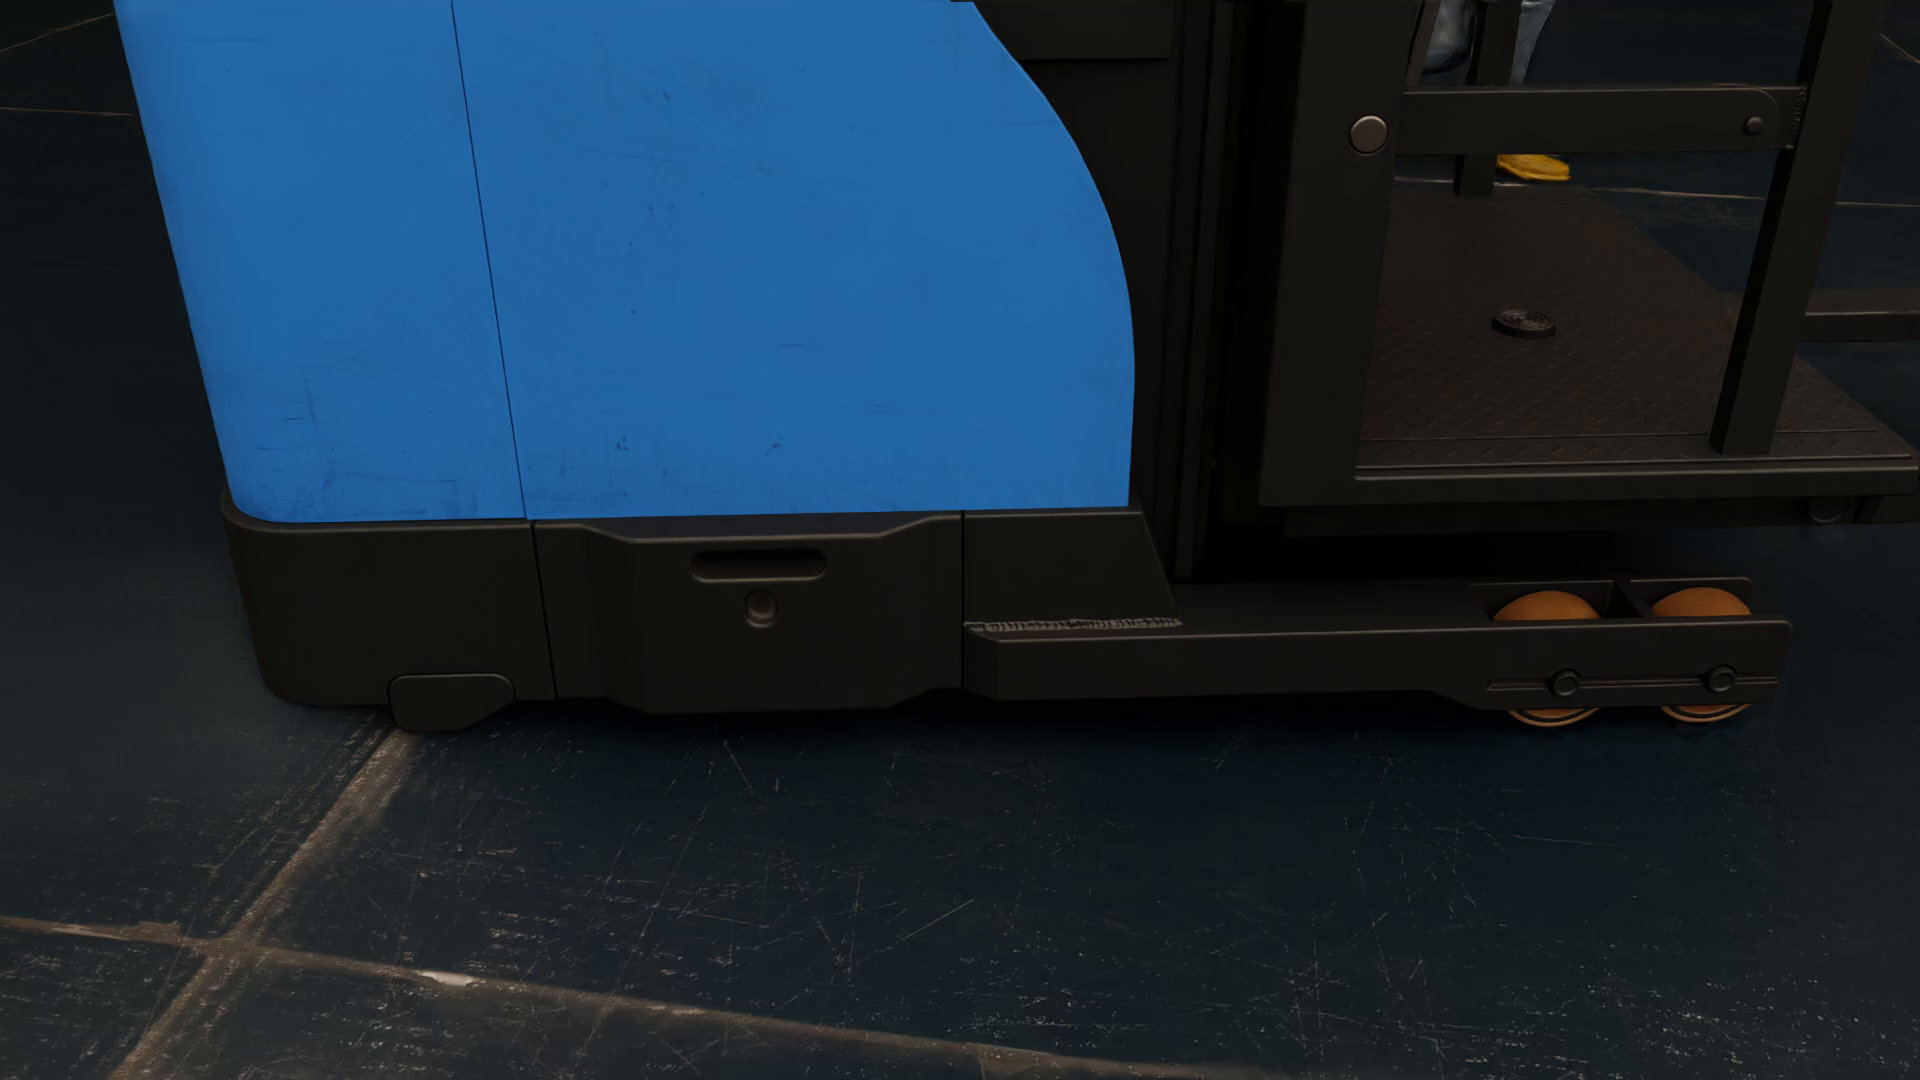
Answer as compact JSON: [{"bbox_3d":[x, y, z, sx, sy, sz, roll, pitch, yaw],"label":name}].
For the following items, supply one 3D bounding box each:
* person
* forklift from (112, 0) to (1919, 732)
[{"bbox_3d":[1.241,-1.529,3.729,1.143,1.501,0.893,17,33,28],"label":"person"},{"bbox_3d":[0.624,-1.305,1.832,3.031,2.935,1.130,-1,29,-2],"label":"forklift"}]
